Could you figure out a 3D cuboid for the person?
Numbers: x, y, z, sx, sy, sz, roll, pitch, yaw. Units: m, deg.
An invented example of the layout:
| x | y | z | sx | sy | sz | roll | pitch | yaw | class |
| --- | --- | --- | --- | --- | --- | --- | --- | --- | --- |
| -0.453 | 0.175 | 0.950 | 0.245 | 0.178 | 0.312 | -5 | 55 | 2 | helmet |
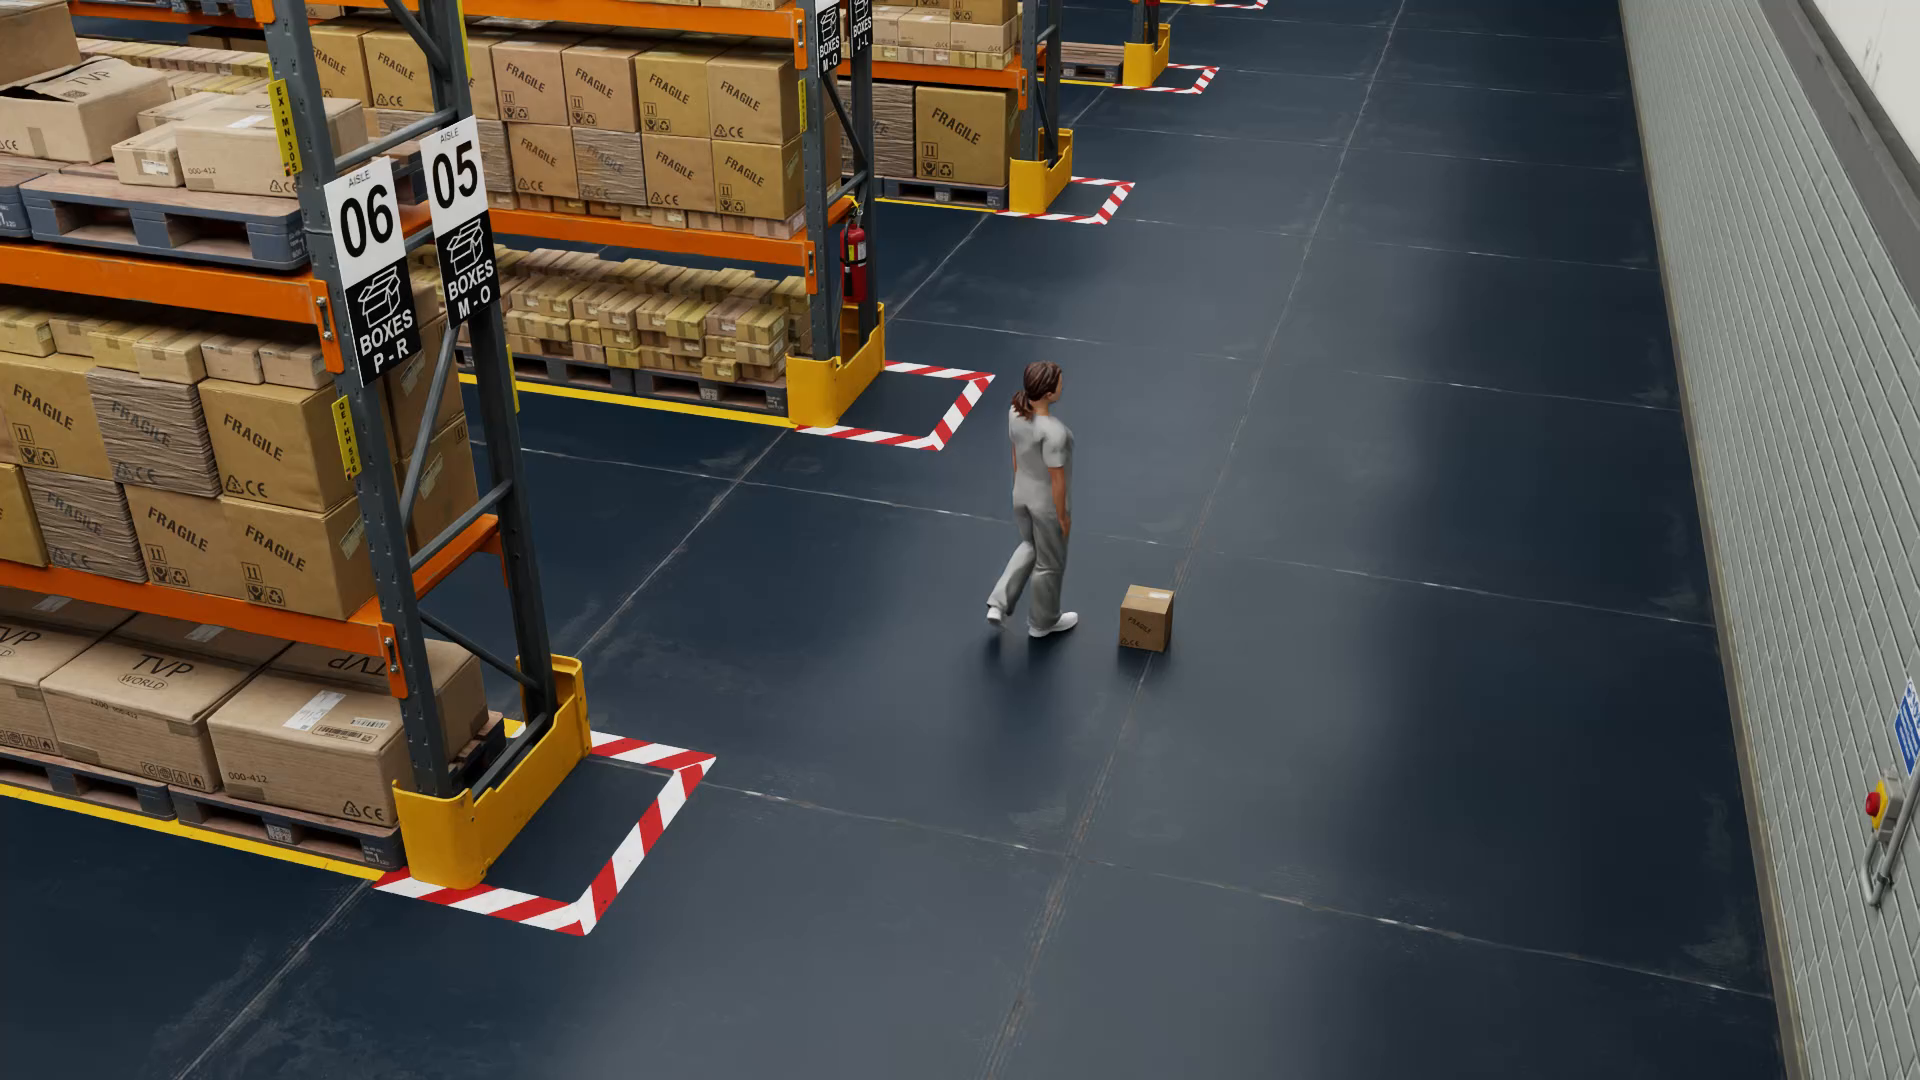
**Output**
| x | y | z | sx | sy | sz | roll | pitch | yaw | class |
| --- | --- | --- | --- | --- | --- | --- | --- | --- | --- |
| 0.416 | -0.189 | 8.823 | 0.575 | 1.666 | 0.460 | -20 | 35 | -31 | person |
